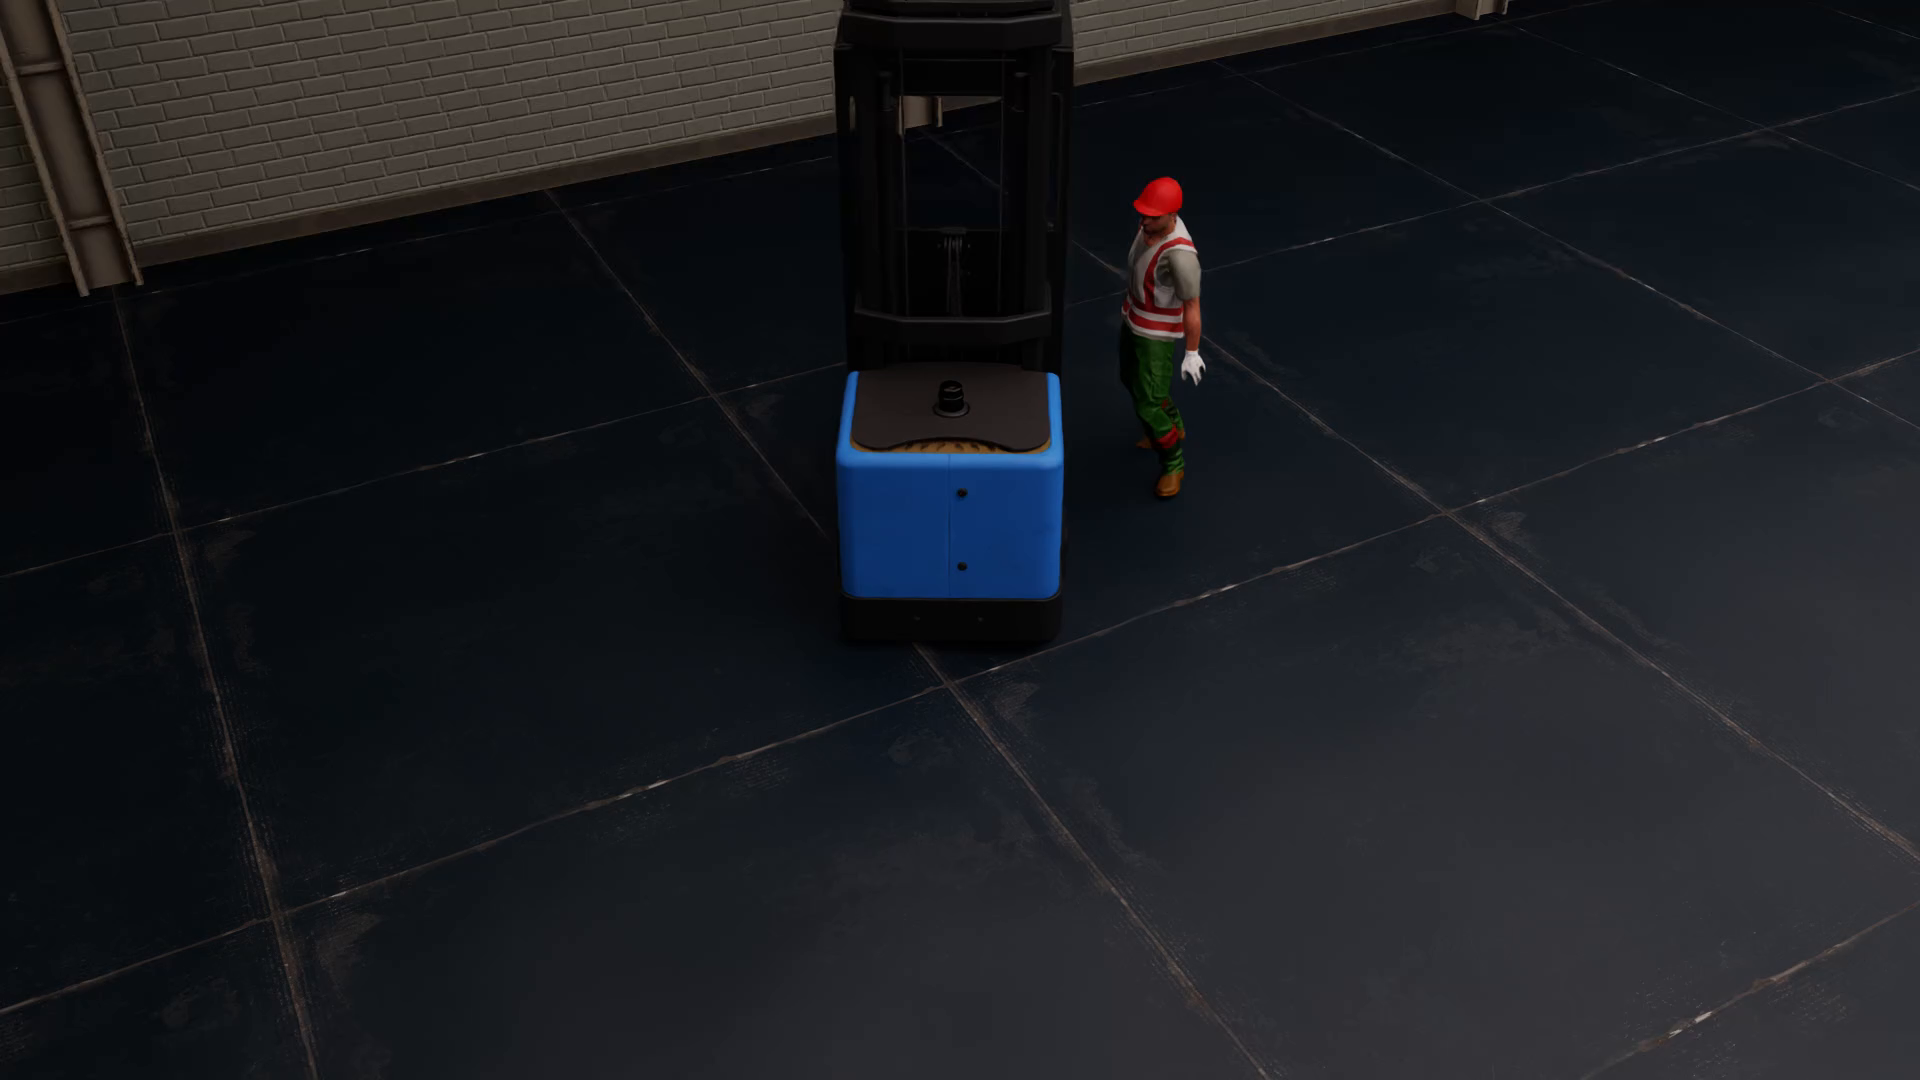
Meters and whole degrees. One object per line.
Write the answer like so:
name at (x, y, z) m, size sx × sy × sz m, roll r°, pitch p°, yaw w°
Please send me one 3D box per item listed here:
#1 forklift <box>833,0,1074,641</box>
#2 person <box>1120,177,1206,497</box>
forklift at (-0.024, -1.537, 8.298) m, size 1.130 × 2.935 × 3.031 m, roll 1°, pitch 35°, yaw 1°
person at (1.065, -1.157, 8.838) m, size 0.502 × 1.745 × 0.891 m, roll -8°, pitch 36°, yaw -12°
